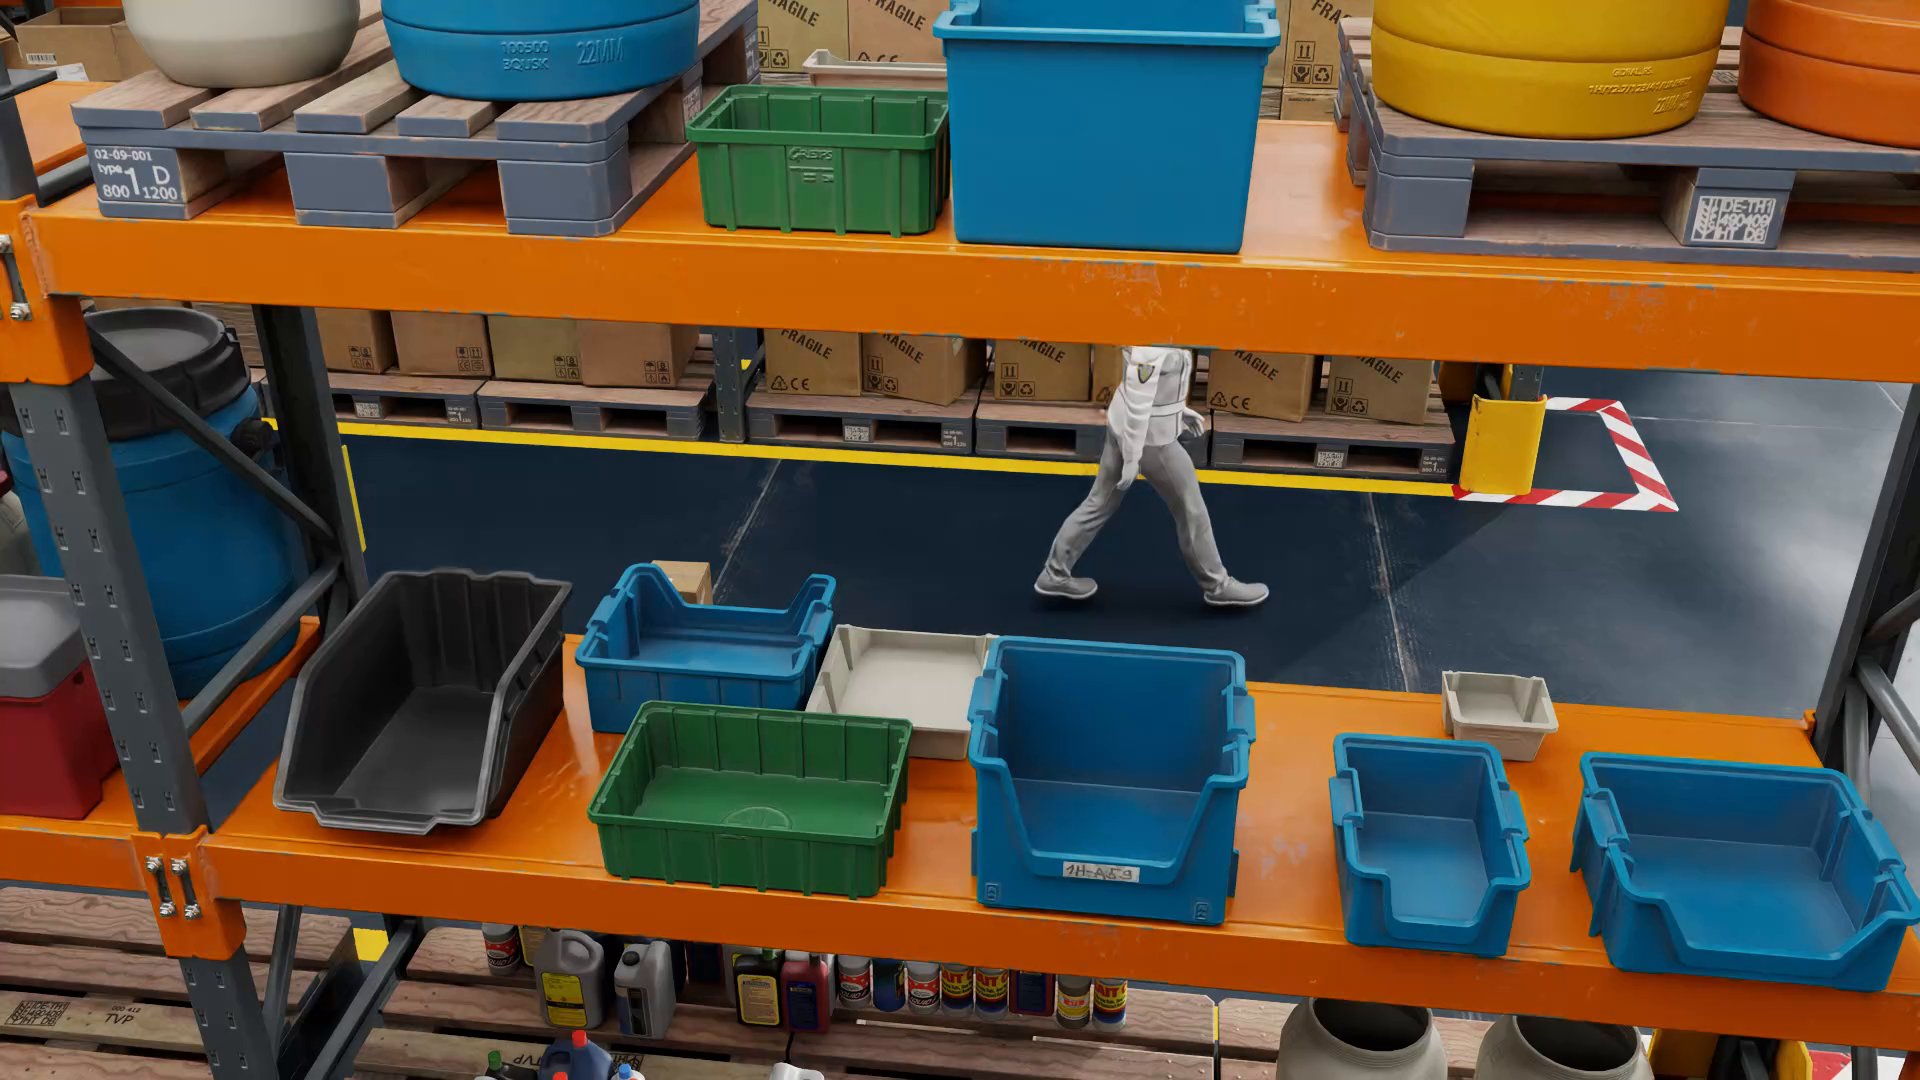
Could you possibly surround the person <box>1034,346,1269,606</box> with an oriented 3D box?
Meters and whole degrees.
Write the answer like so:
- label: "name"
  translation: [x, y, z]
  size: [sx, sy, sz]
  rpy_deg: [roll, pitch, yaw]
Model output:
- label: "person"
  translation: [0.834, -0.471, 6.928]
  size: [1.018, 1.620, 0.496]
  rpy_deg: [-4, 29, -7]
